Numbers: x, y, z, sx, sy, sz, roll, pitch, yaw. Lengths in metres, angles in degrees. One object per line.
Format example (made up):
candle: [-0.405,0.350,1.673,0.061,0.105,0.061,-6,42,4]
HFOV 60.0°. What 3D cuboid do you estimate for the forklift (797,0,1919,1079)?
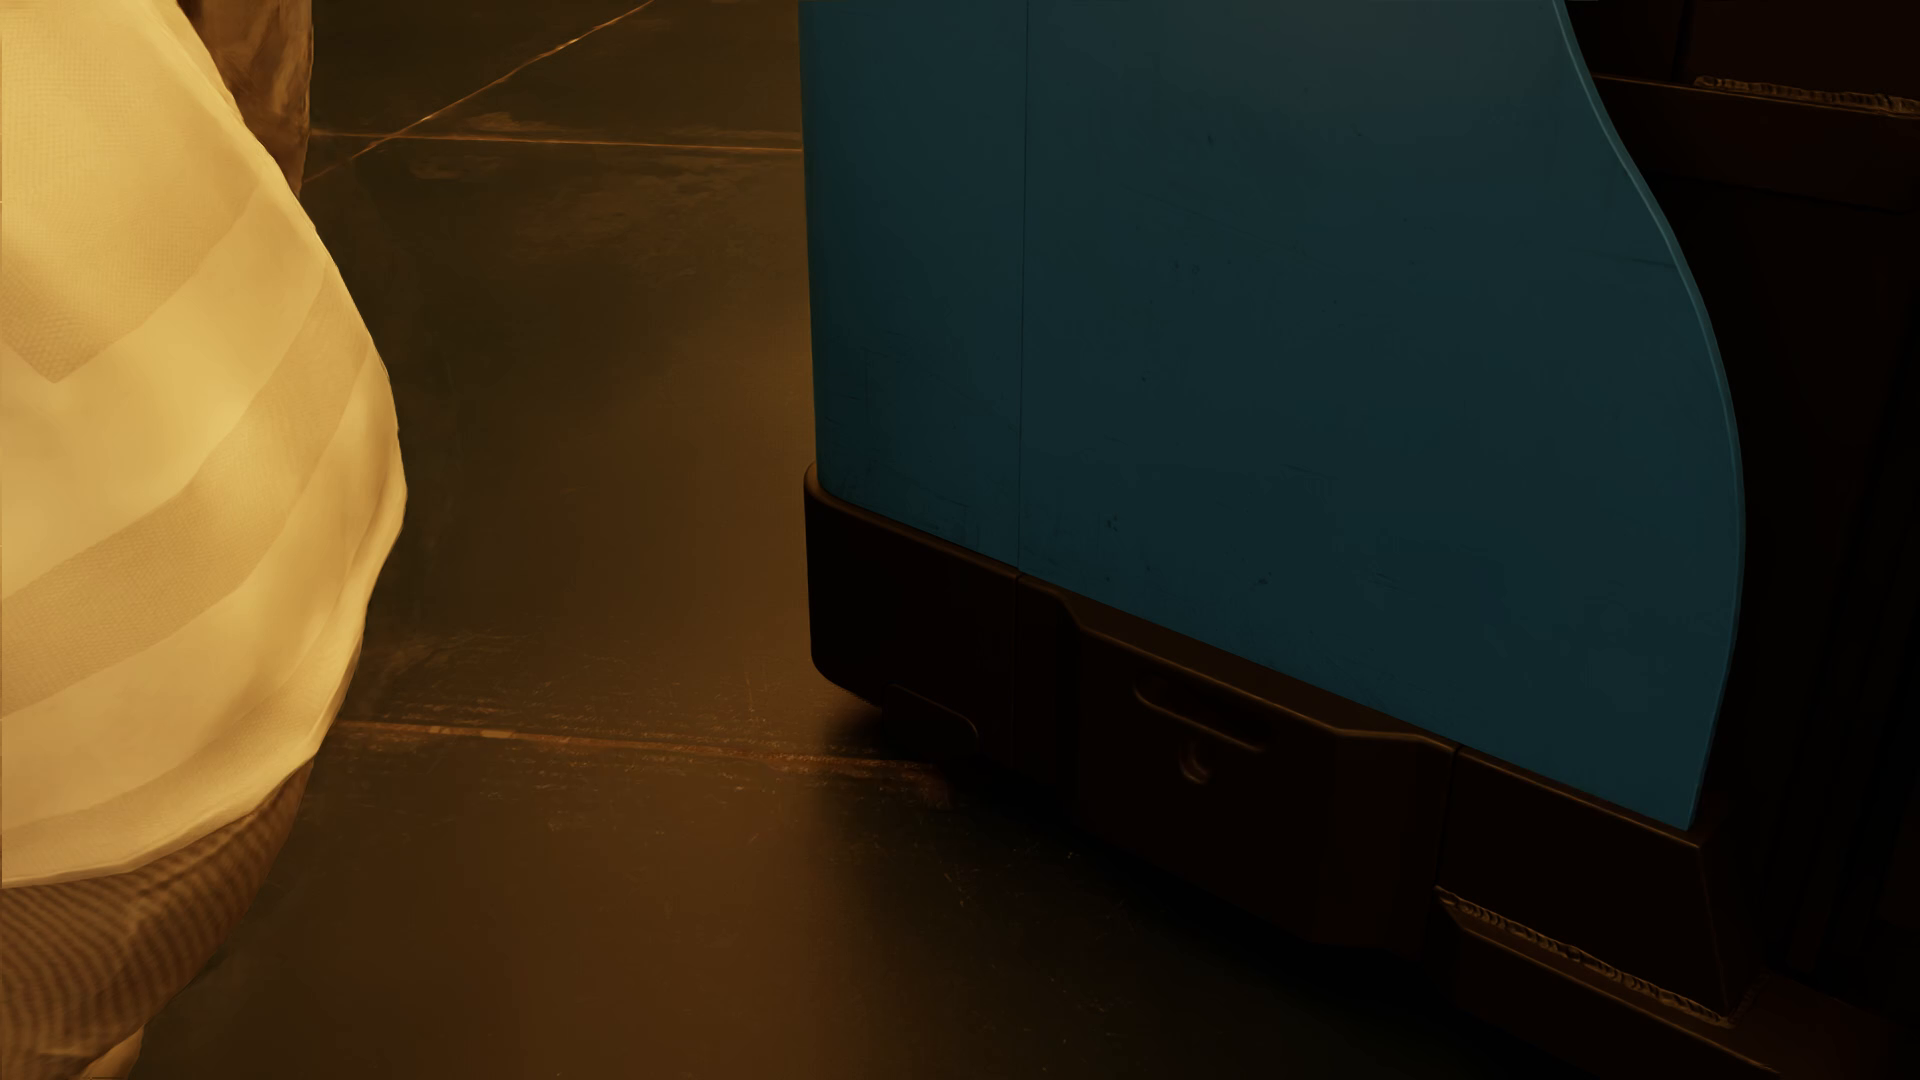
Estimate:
forklift: [1.259,-0.838,0.896,3.031,2.935,1.130,21,33,36]
